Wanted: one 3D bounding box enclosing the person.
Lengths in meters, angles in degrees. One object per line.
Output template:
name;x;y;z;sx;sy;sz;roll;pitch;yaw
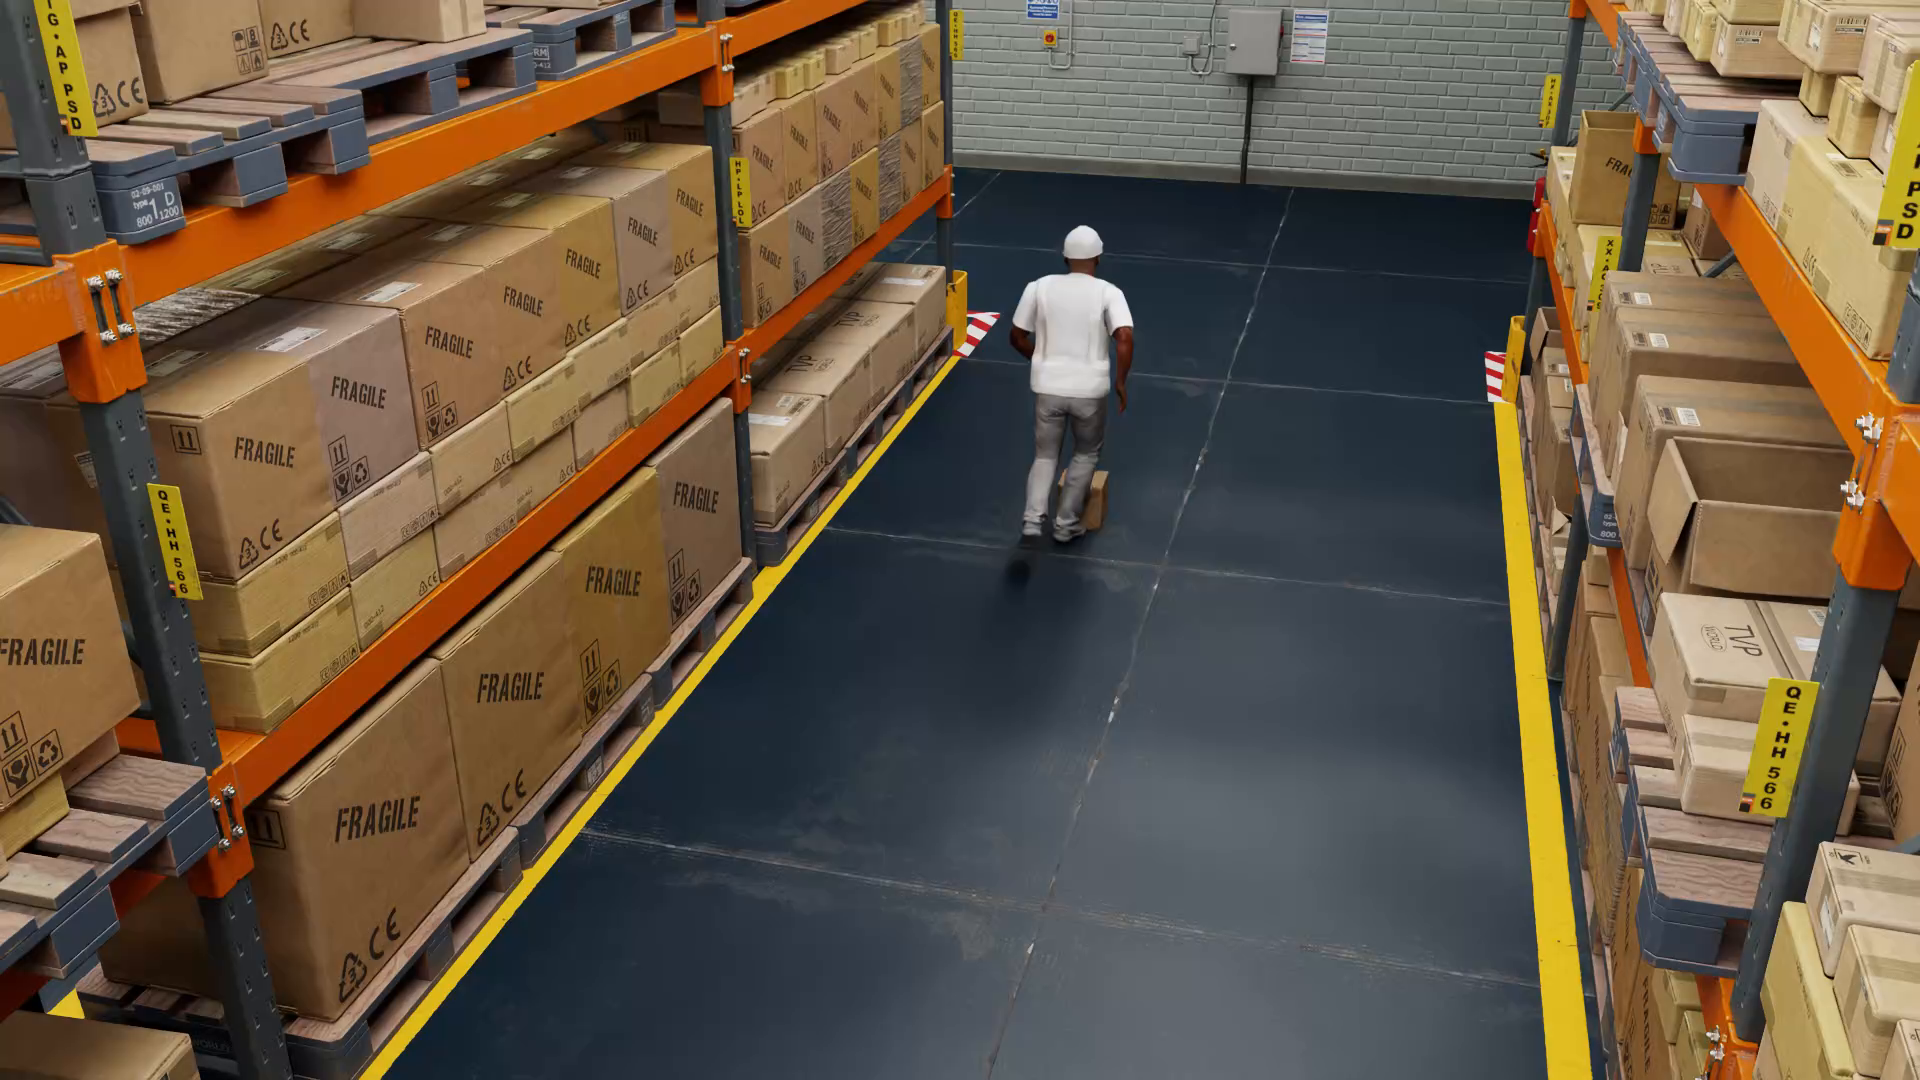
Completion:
person;0.572;-0.754;8.772;0.676;1.696;0.849;6;26;12
